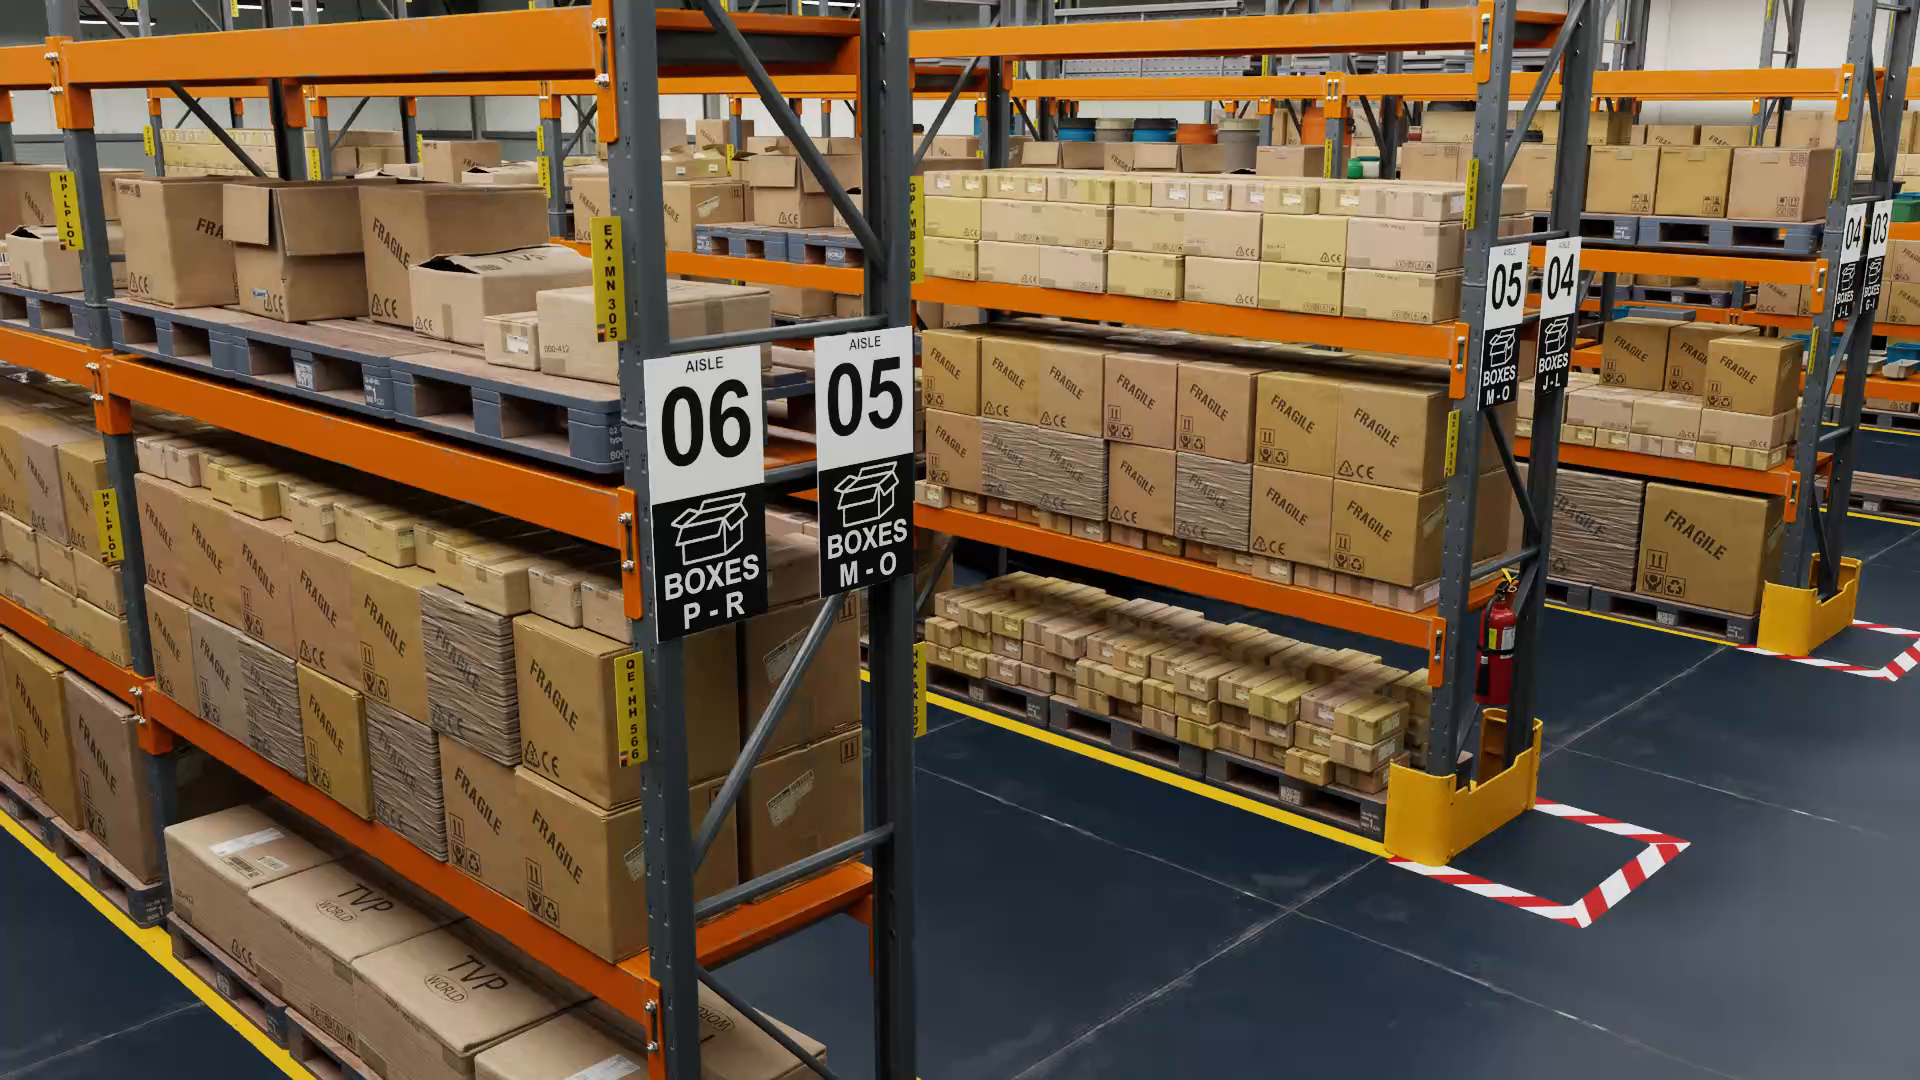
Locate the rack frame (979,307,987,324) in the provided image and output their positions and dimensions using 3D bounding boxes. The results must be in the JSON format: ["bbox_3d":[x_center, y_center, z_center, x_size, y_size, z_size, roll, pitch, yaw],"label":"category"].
[{"bbox_3d":[0.581,-2.141,17.516,0.127,3.000,1.000,14,20,42],"label":"rack frame"}]

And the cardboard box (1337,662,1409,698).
[{"bbox_3d":[2.402,0.851,9.677,0.380,0.149,0.250,-14,20,-43],"label":"cardboard box"}]

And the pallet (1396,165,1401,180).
[{"bbox_3d":[6.910,-5.401,24.454,1.213,0.211,1.003,-13,20,-42],"label":"pallet"}]

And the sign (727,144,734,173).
[{"bbox_3d":[-2.669,-4.443,19.377,0.005,0.325,0.100,14,20,42],"label":"sign"}]

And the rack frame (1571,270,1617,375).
[{"bbox_3d":[6.899,-2.340,18.280,0.127,3.000,1.000,14,20,42],"label":"rack frame"}]

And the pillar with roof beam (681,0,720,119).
[{"bbox_3d":[-9.705,-11.544,41.709,0.548,9.000,9.100,14,20,42],"label":"pillar with roof beam"}]

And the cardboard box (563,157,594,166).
[{"bbox_3d":[-5.020,-4.960,21.893,0.380,0.149,0.250,-14,20,-43],"label":"cardboard box"}]

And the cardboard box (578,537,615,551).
[{"bbox_3d":[-1.149,-0.042,5.995,0.250,0.149,0.380,13,19,40],"label":"cardboard box"}]

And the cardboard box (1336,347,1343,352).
[{"bbox_3d":[3.303,-1.615,15.300,0.500,0.500,0.500,14,20,42],"label":"cardboard box"}]

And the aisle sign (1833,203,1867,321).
[{"bbox_3d":[6.184,-1.931,11.558,0.004,0.787,0.394,14,20,42],"label":"aisle sign"}]

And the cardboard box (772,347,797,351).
[{"bbox_3d":[-1.531,-1.445,13.334,0.250,0.149,0.380,14,20,42],"label":"cardboard box"}]

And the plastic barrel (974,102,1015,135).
[{"bbox_3d":[0.498,-5.831,23.902,0.708,0.901,0.600,14,20,42],"label":"plastic barrel"}]

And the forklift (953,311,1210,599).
[{"bbox_3d":[1.096,-1.099,13.655,1.130,2.935,3.031,-13,20,-41],"label":"forklift"}]

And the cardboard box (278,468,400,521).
[{"bbox_3d":[-2.416,-0.171,6.490,0.250,0.149,0.380,14,20,42],"label":"cardboard box"}]

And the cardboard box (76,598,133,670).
[{"bbox_3d":[-3.916,0.398,8.071,0.500,0.250,0.500,13,19,41],"label":"cardboard box"}]

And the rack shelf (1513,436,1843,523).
[{"bbox_3d":[4.901,-0.742,13.577,4.000,0.370,1.077,14,20,42],"label":"rack shelf"}]

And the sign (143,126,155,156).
[{"bbox_3d":[-9.083,-4.471,18.621,0.005,0.325,0.100,14,20,42],"label":"sign"}]

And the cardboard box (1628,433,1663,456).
[{"bbox_3d":[5.307,-0.755,12.696,0.250,0.149,0.380,14,20,43],"label":"cardboard box"}]

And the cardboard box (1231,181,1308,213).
[{"bbox_3d":[1.681,-1.864,9.022,0.250,0.149,0.380,13,20,41],"label":"cardboard box"}]

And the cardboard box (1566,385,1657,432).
[{"bbox_3d":[5.076,-1.026,12.948,0.500,0.250,0.500,13,19,40],"label":"cardboard box"}]

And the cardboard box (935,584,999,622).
[{"bbox_3d":[0.050,0.428,11.298,0.380,0.149,0.250,-14,20,-42],"label":"cardboard box"}]

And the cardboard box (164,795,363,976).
[{"bbox_3d":[-3.040,1.524,7.700,0.875,0.438,0.875,13,20,41],"label":"cardboard box"}]

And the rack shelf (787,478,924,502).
[{"bbox_3d":[-1.494,-0.560,12.876,4.000,0.370,1.077,14,20,42],"label":"rack shelf"}]

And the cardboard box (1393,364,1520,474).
[{"bbox_3d":[2.686,-0.661,9.066,0.500,0.500,0.500,14,20,42],"label":"cardboard box"}]

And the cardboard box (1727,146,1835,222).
[{"bbox_3d":[5.929,-2.573,11.999,0.500,0.500,0.700,12,19,39],"label":"cardboard box"}]

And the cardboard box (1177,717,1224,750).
[{"bbox_3d":[1.502,1.102,9.894,0.250,0.149,0.380,13,19,40],"label":"cardboard box"}]

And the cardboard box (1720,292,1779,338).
[{"bbox_3d":[12.575,-3.546,26.341,0.750,0.750,0.750,-14,20,-43],"label":"cardboard box"}]

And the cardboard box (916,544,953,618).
[{"bbox_3d":[-0.402,0.271,12.386,0.500,0.500,0.500,-14,20,-42],"label":"cardboard box"}]

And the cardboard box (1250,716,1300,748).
[{"bbox_3d":[1.872,1.043,9.528,0.250,0.149,0.380,13,19,40],"label":"cardboard box"}]

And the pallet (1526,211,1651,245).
[{"bbox_3d":[4.917,-2.491,13.086,1.213,0.211,1.003,14,20,42],"label":"pallet"}]

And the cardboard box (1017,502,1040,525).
[{"bbox_3d":[0.580,-0.210,10.605,0.250,0.149,0.380,13,19,40],"label":"cardboard box"}]

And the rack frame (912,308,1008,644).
[{"bbox_3d":[-0.055,-0.558,11.442,0.127,3.000,1.000,14,20,42],"label":"rack frame"}]

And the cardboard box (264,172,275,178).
[{"bbox_3d":[-6.850,-3.679,16.939,0.250,0.149,0.380,14,20,42],"label":"cardboard box"}]

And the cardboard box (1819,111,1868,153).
[{"bbox_3d":[10.978,-5.030,20.477,0.500,0.500,0.700,14,20,42],"label":"cardboard box"}]

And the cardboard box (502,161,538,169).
[{"bbox_3d":[-4.033,-3.262,15.017,0.500,0.311,0.500,13,20,41],"label":"cardboard box"}]

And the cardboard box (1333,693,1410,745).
[{"bbox_3d":[2.268,0.984,9.166,0.250,0.149,0.380,14,20,43],"label":"cardboard box"}]

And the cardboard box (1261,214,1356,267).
[{"bbox_3d":[1.948,-1.603,8.808,0.500,0.250,0.500,13,19,41],"label":"cardboard box"}]

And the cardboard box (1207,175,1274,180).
[{"bbox_3d":[1.652,-2.047,9.723,0.380,0.149,0.250,-14,20,-42],"label":"cardboard box"}]

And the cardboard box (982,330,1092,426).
[{"bbox_3d":[0.485,-1.023,10.456,0.500,0.500,0.500,13,19,41],"label":"cardboard box"}]

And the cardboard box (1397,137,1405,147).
[{"bbox_3d":[7.839,-7.179,30.666,0.500,0.500,0.500,-14,20,-42],"label":"cardboard box"}]

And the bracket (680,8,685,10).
[{"bbox_3d":[-7.262,-14.076,44.285,0.430,0.232,0.235,14,20,42],"label":"bracket"}]

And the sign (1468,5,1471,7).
[{"bbox_3d":[7.078,-7.268,23.132,0.005,0.325,0.100,14,20,42],"label":"sign"}]

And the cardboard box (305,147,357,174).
[{"bbox_3d":[-6.346,-3.772,16.505,0.500,0.250,0.500,13,20,42],"label":"cardboard box"}]

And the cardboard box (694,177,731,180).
[{"bbox_3d":[-1.978,-2.619,13.205,0.500,0.500,0.500,14,20,42],"label":"cardboard box"}]

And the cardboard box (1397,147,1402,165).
[{"bbox_3d":[6.705,-5.678,24.608,0.500,0.250,0.500,-14,20,-43],"label":"cardboard box"}]

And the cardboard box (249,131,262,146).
[{"bbox_3d":[-7.028,-4.109,17.007,0.250,0.149,0.380,14,20,42],"label":"cardboard box"}]

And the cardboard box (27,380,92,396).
[{"bbox_3d":[-5.015,-0.655,9.632,0.500,0.500,0.500,14,20,42],"label":"cardboard box"}]

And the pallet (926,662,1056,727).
[{"bbox_3d":[0.453,0.903,11.368,1.213,0.211,1.003,14,20,42],"label":"pallet"}]

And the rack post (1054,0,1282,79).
[{"bbox_3d":[2.617,-6.410,21.609,3.121,1.000,1.013,14,20,42],"label":"rack post"}]

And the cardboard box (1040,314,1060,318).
[{"bbox_3d":[1.097,-2.544,16.875,0.797,0.503,0.637,-14,20,-42],"label":"cardboard box"}]

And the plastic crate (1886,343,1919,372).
[{"bbox_3d":[9.355,-1.806,16.444,0.300,0.233,0.416,14,20,42],"label":"plastic crate"}]

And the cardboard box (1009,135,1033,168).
[{"bbox_3d":[0.422,-4.011,17.557,0.500,0.500,0.500,14,20,43],"label":"cardboard box"}]

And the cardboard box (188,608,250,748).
[{"bbox_3d":[-2.902,0.528,7.075,0.500,0.500,0.500,14,20,43],"label":"cardboard box"}]

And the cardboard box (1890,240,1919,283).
[{"bbox_3d":[11.597,-3.366,20.039,0.500,0.500,0.500,-14,20,-42],"label":"cardboard box"}]

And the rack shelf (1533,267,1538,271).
[{"bbox_3d":[9.456,-4.840,29.302,4.000,0.370,1.077,14,20,42],"label":"rack shelf"}]
